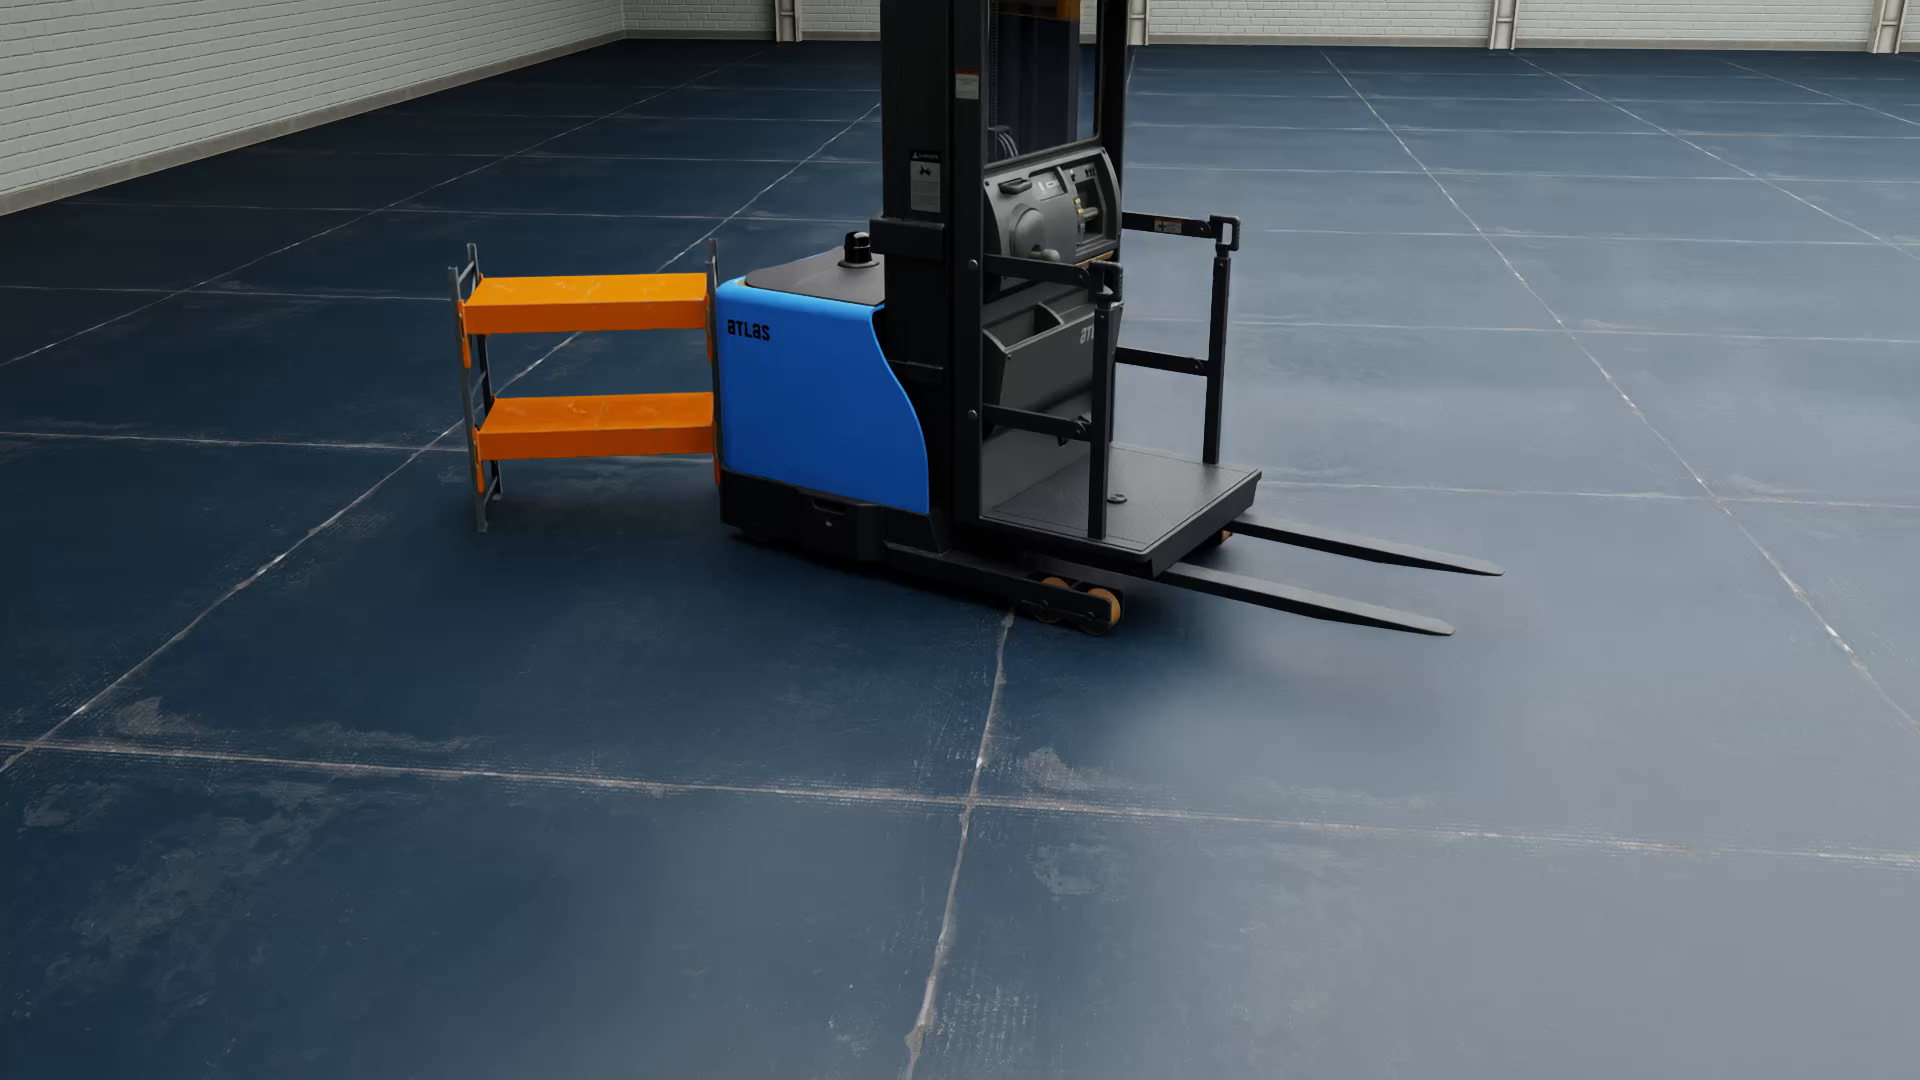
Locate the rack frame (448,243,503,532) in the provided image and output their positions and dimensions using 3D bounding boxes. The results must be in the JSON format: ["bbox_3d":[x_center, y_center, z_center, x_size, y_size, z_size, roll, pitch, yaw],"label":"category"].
[{"bbox_3d":[-2.048,-0.647,7.047,0.032,1.125,0.500,-2,22,-6],"label":"rack frame"}]

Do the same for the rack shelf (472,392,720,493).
[{"bbox_3d":[-1.543,-0.440,7.188,1.000,0.278,0.538,-2,22,-6],"label":"rack shelf"}]

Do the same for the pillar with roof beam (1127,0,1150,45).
[{"bbox_3d":[2.489,-11.024,22.584,0.400,9.000,9.100,2,22,6],"label":"pillar with roof beam"}]

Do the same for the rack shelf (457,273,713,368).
[{"bbox_3d":[-1.543,-0.939,6.990,1.000,0.278,0.538,-2,22,-6],"label":"rack shelf"}]

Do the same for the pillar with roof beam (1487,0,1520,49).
[{"bbox_3d":[8.447,-10.764,21.927,0.400,9.000,9.100,2,22,6],"label":"pillar with roof beam"}]

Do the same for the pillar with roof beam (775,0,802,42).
[{"bbox_3d":[-3.470,-11.283,23.240,0.400,9.000,9.100,2,22,6],"label":"pillar with roof beam"}]

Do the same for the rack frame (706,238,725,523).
[{"bbox_3d":[-1.037,-0.687,7.149,0.032,1.125,0.500,-2,22,-6],"label":"rack frame"}]

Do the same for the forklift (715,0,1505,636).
[{"bbox_3d":[0.530,-1.240,6.091,3.031,2.935,1.130,13,25,30],"label":"forklift"}]

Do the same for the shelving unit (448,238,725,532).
[{"bbox_3d":[-1.543,-0.667,7.098,1.048,1.125,0.538,-2,22,-6],"label":"shelving unit"}]

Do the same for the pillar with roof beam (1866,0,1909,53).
[{"bbox_3d":[14.405,-10.504,21.270,0.400,9.000,9.100,2,22,6],"label":"pillar with roof beam"}]
